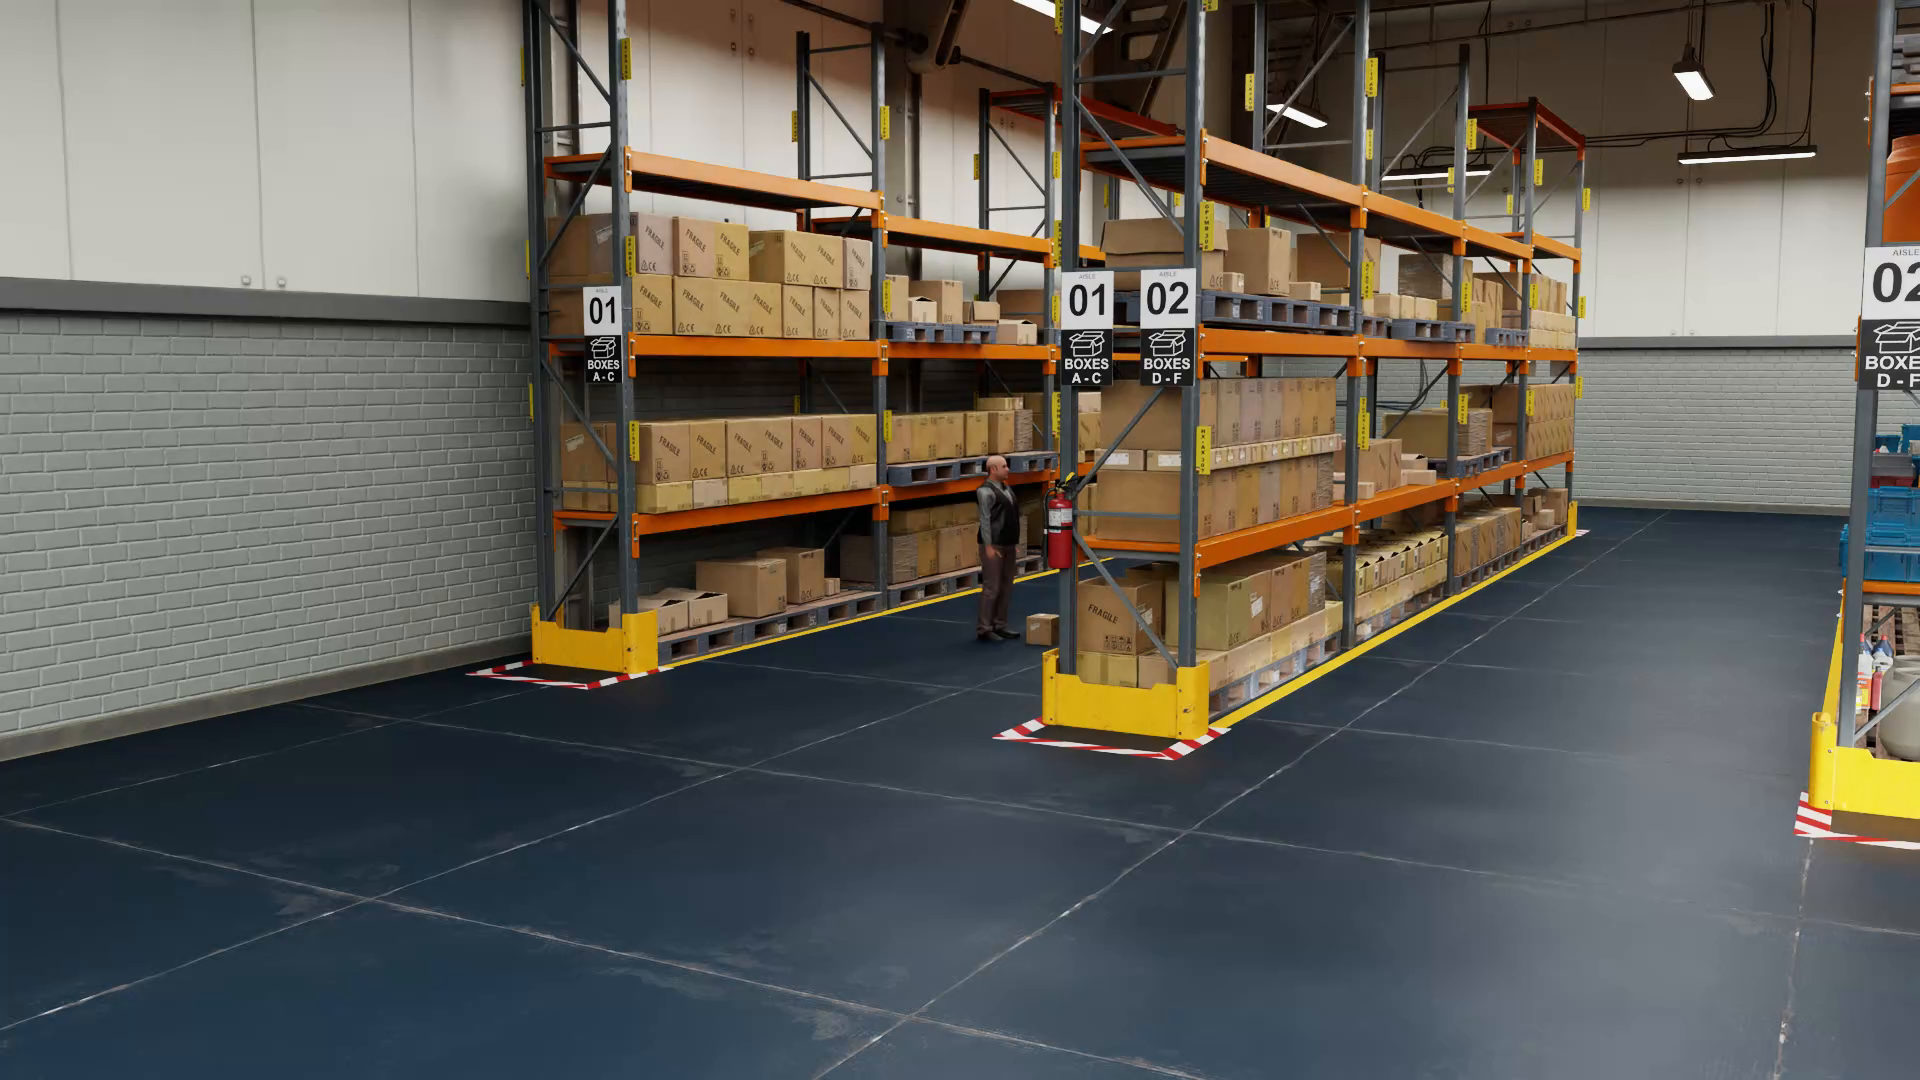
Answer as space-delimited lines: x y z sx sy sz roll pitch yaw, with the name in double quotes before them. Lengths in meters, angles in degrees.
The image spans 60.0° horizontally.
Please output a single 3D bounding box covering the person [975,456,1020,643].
"person" 0.368 0.077 15.554 0.359 1.722 0.531 3 7 30
